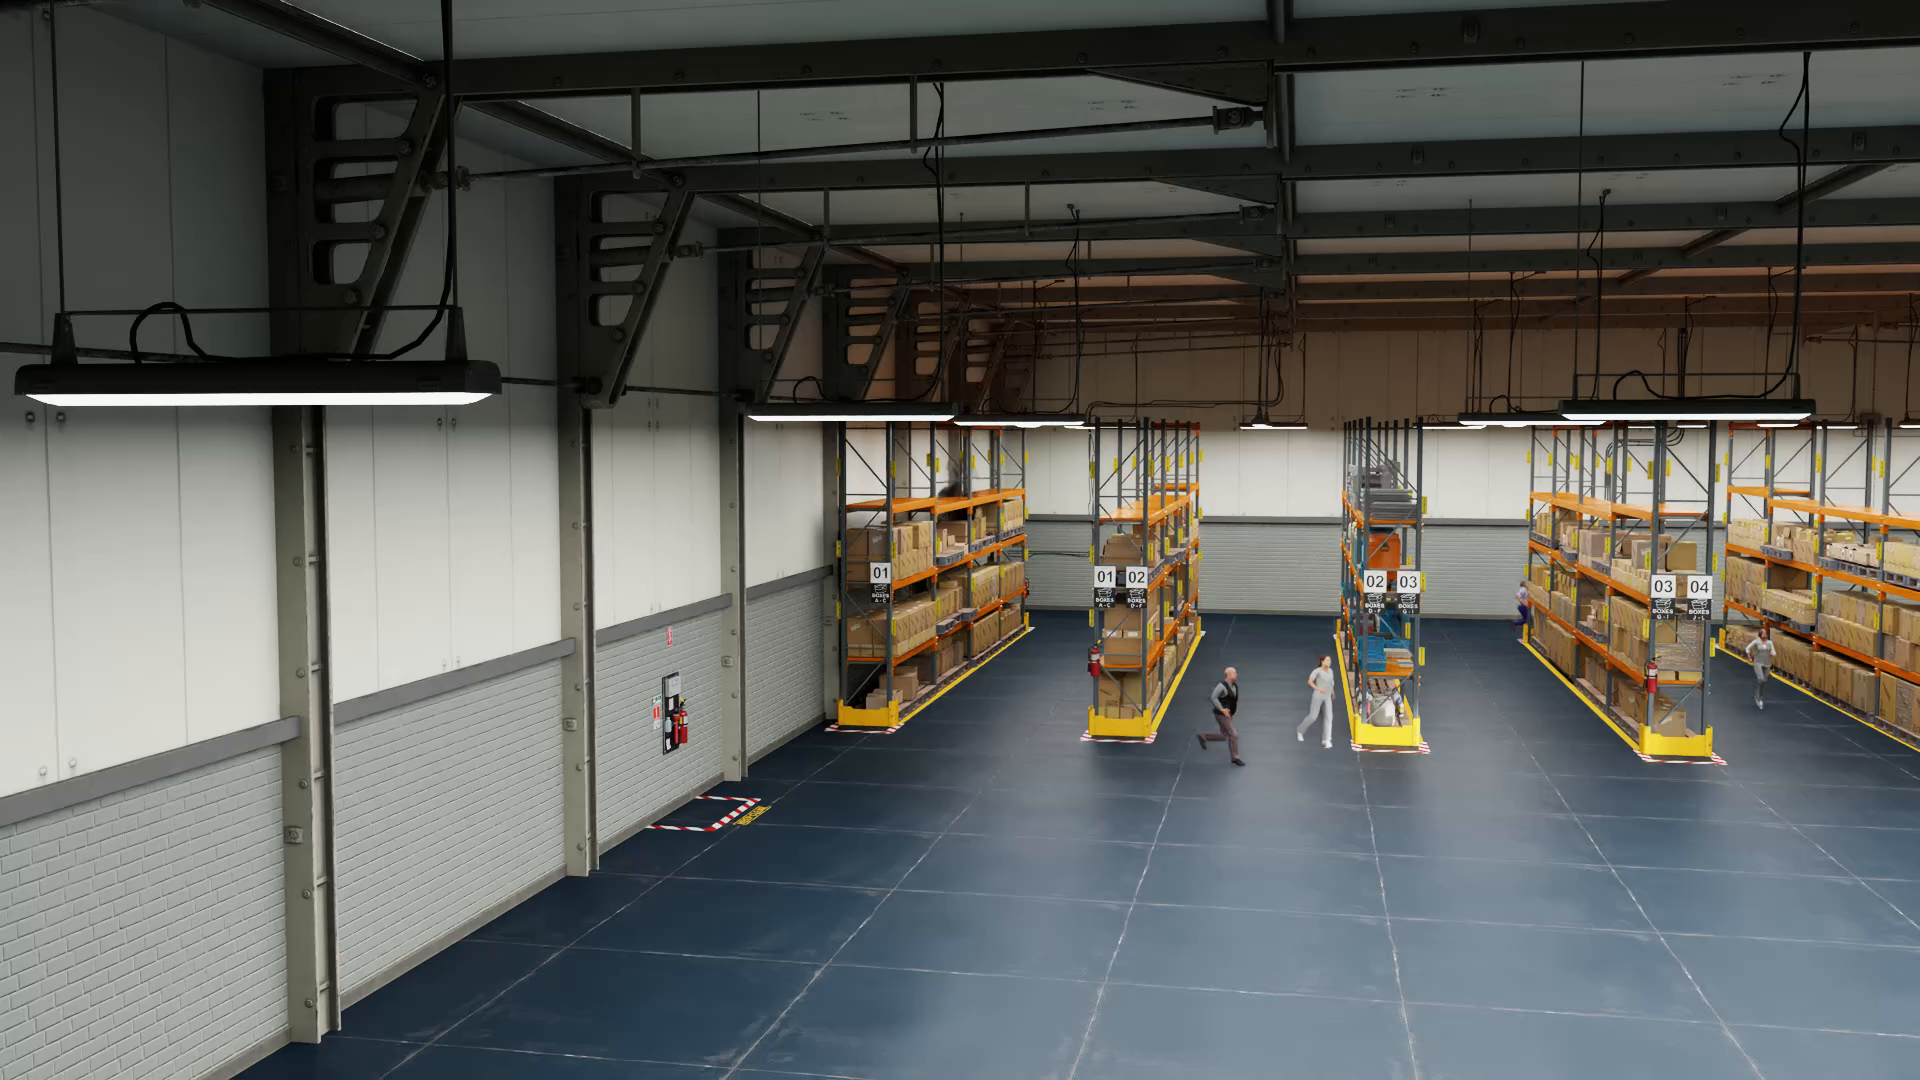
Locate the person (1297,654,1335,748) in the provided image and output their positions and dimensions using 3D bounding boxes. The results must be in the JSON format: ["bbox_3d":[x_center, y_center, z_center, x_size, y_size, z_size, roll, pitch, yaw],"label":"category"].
[{"bbox_3d":[6.640,2.909,30.413,0.639,1.651,0.945,-2,4,-22],"label":"person"}]

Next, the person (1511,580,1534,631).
[{"bbox_3d":[15.758,1.916,46.543,0.648,1.621,0.608,2,4,29],"label":"person"}]

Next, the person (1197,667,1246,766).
[{"bbox_3d":[4.515,3.036,28.760,0.935,1.713,0.664,2,4,33],"label":"person"}]

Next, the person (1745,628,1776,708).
[{"bbox_3d":[16.741,2.666,34.732,0.506,1.645,0.719,0,4,3],"label":"person"}]
